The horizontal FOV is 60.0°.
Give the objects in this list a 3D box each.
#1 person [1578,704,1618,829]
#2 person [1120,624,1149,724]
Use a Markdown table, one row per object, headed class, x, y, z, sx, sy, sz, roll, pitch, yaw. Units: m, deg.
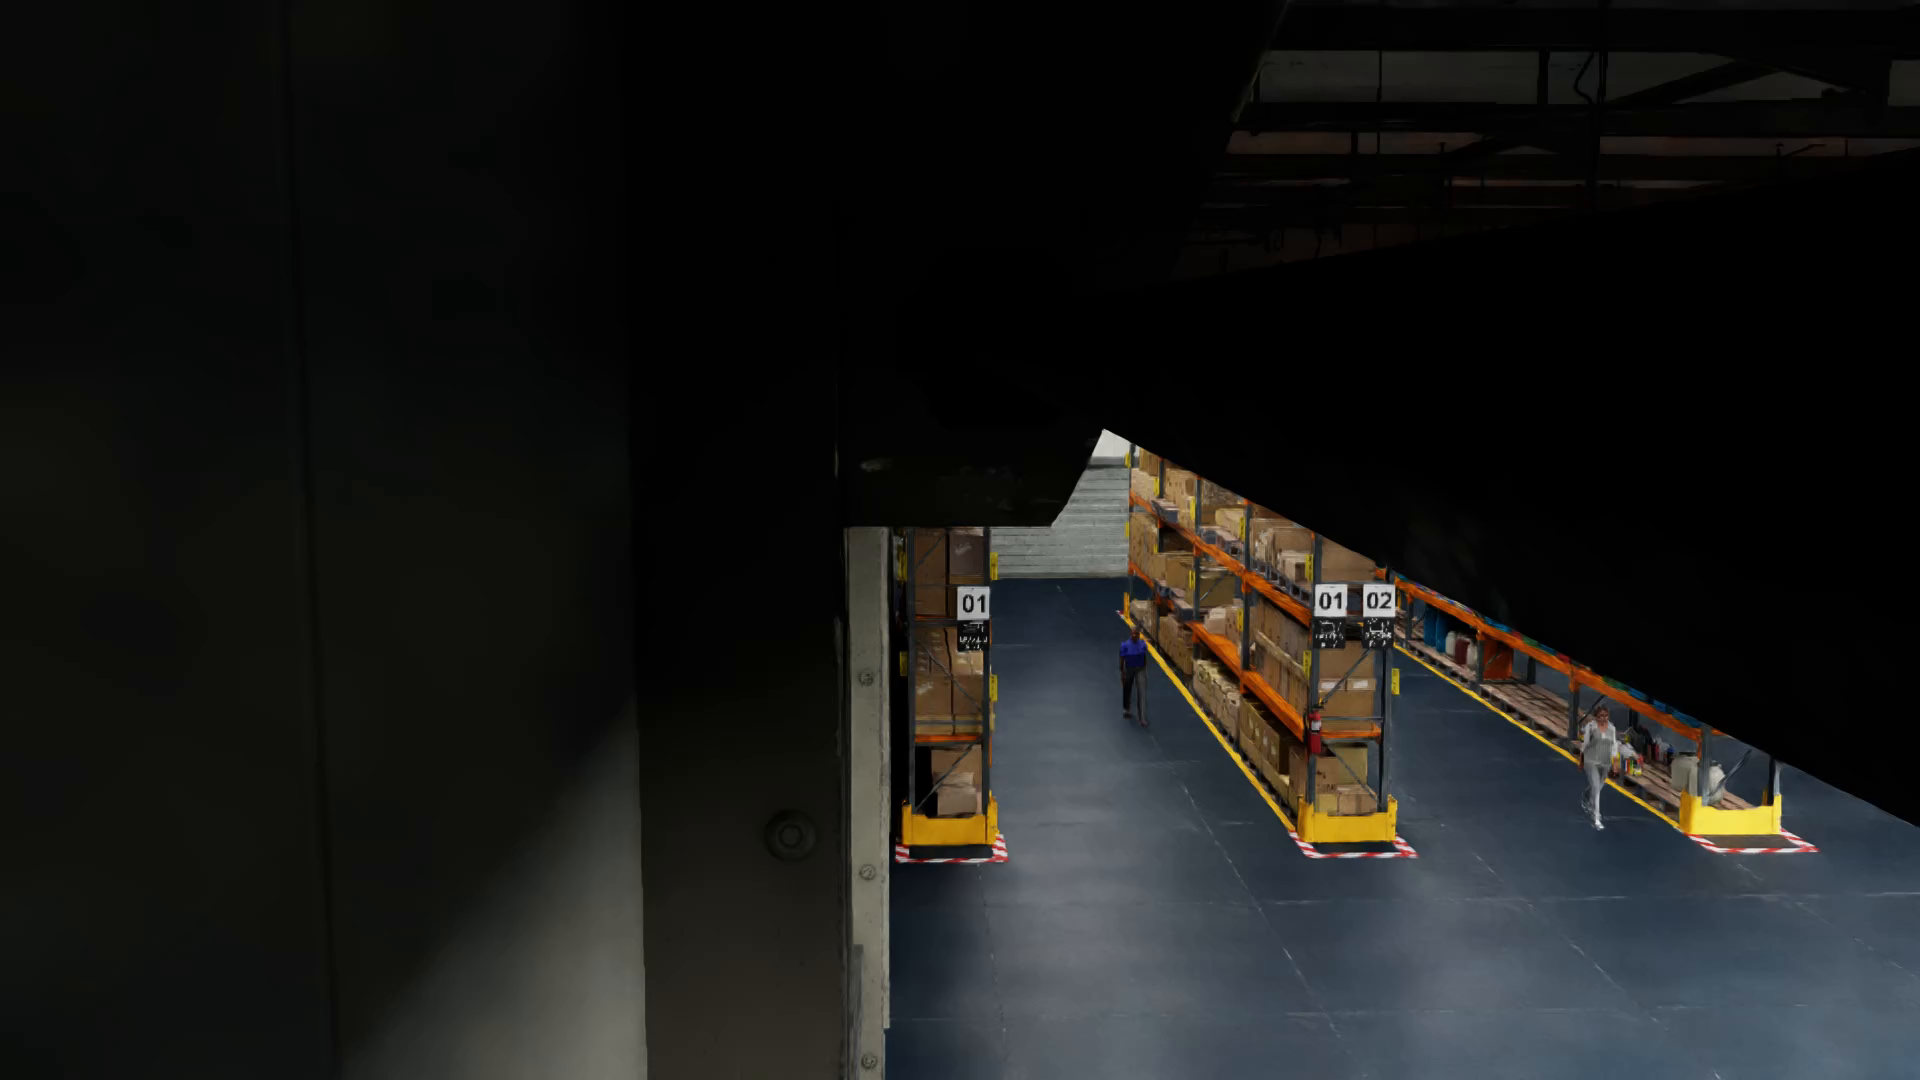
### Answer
| class | x | y | z | sx | sy | sz | roll | pitch | yaw |
| --- | --- | --- | --- | --- | --- | --- | --- | --- | --- |
| person | 8.151 | 2.837 | 21.242 | 0.431 | 1.550 | 0.918 | 0 | 7 | -3 |
| person | 2.788 | 2.117 | 26.731 | 0.447 | 1.574 | 1.088 | 0 | 7 | 0 |
